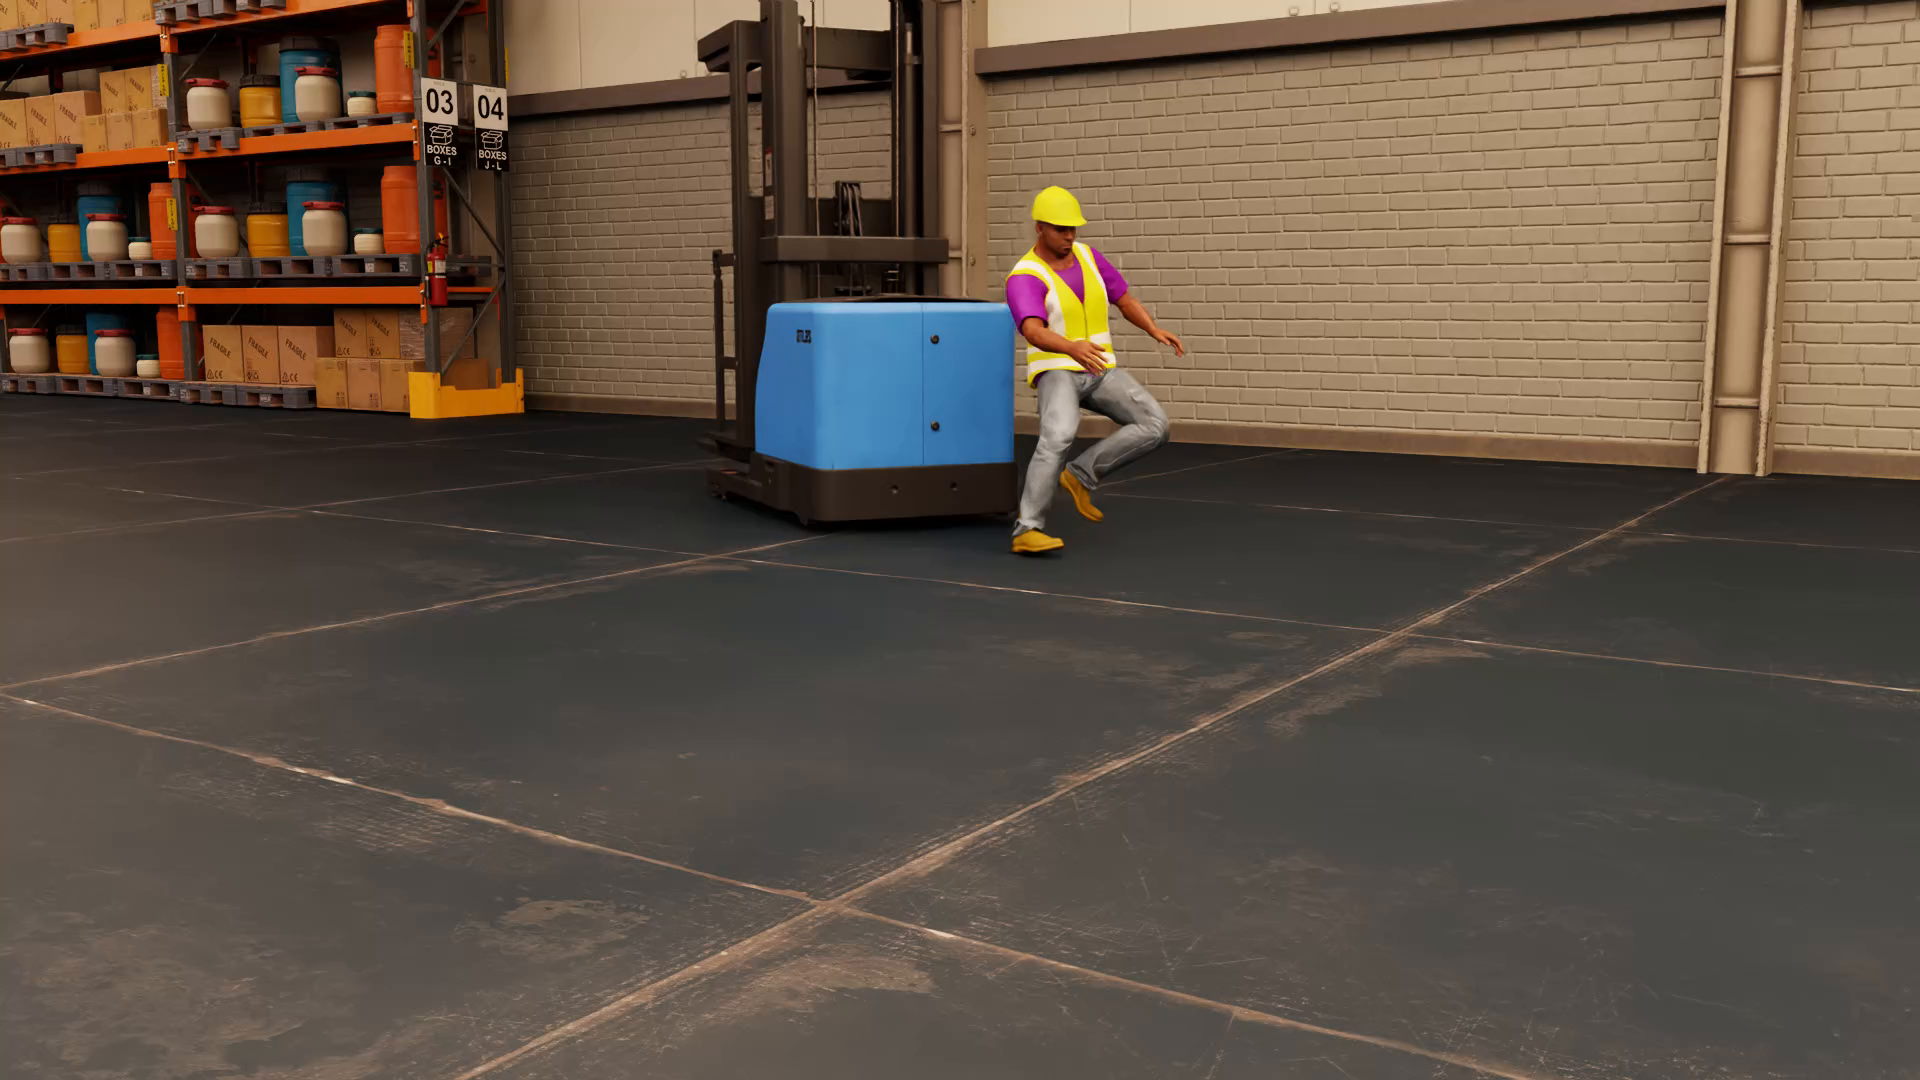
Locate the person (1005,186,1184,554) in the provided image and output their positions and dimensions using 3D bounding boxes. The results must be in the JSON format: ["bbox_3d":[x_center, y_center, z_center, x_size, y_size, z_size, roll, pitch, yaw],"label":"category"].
[{"bbox_3d":[0.576,-0.756,7.334,0.867,1.590,0.782,-5,10,-32],"label":"person"}]

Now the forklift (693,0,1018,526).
[{"bbox_3d":[-0.769,-1.686,9.050,1.130,2.935,3.031,-3,9,-23],"label":"forklift"}]
